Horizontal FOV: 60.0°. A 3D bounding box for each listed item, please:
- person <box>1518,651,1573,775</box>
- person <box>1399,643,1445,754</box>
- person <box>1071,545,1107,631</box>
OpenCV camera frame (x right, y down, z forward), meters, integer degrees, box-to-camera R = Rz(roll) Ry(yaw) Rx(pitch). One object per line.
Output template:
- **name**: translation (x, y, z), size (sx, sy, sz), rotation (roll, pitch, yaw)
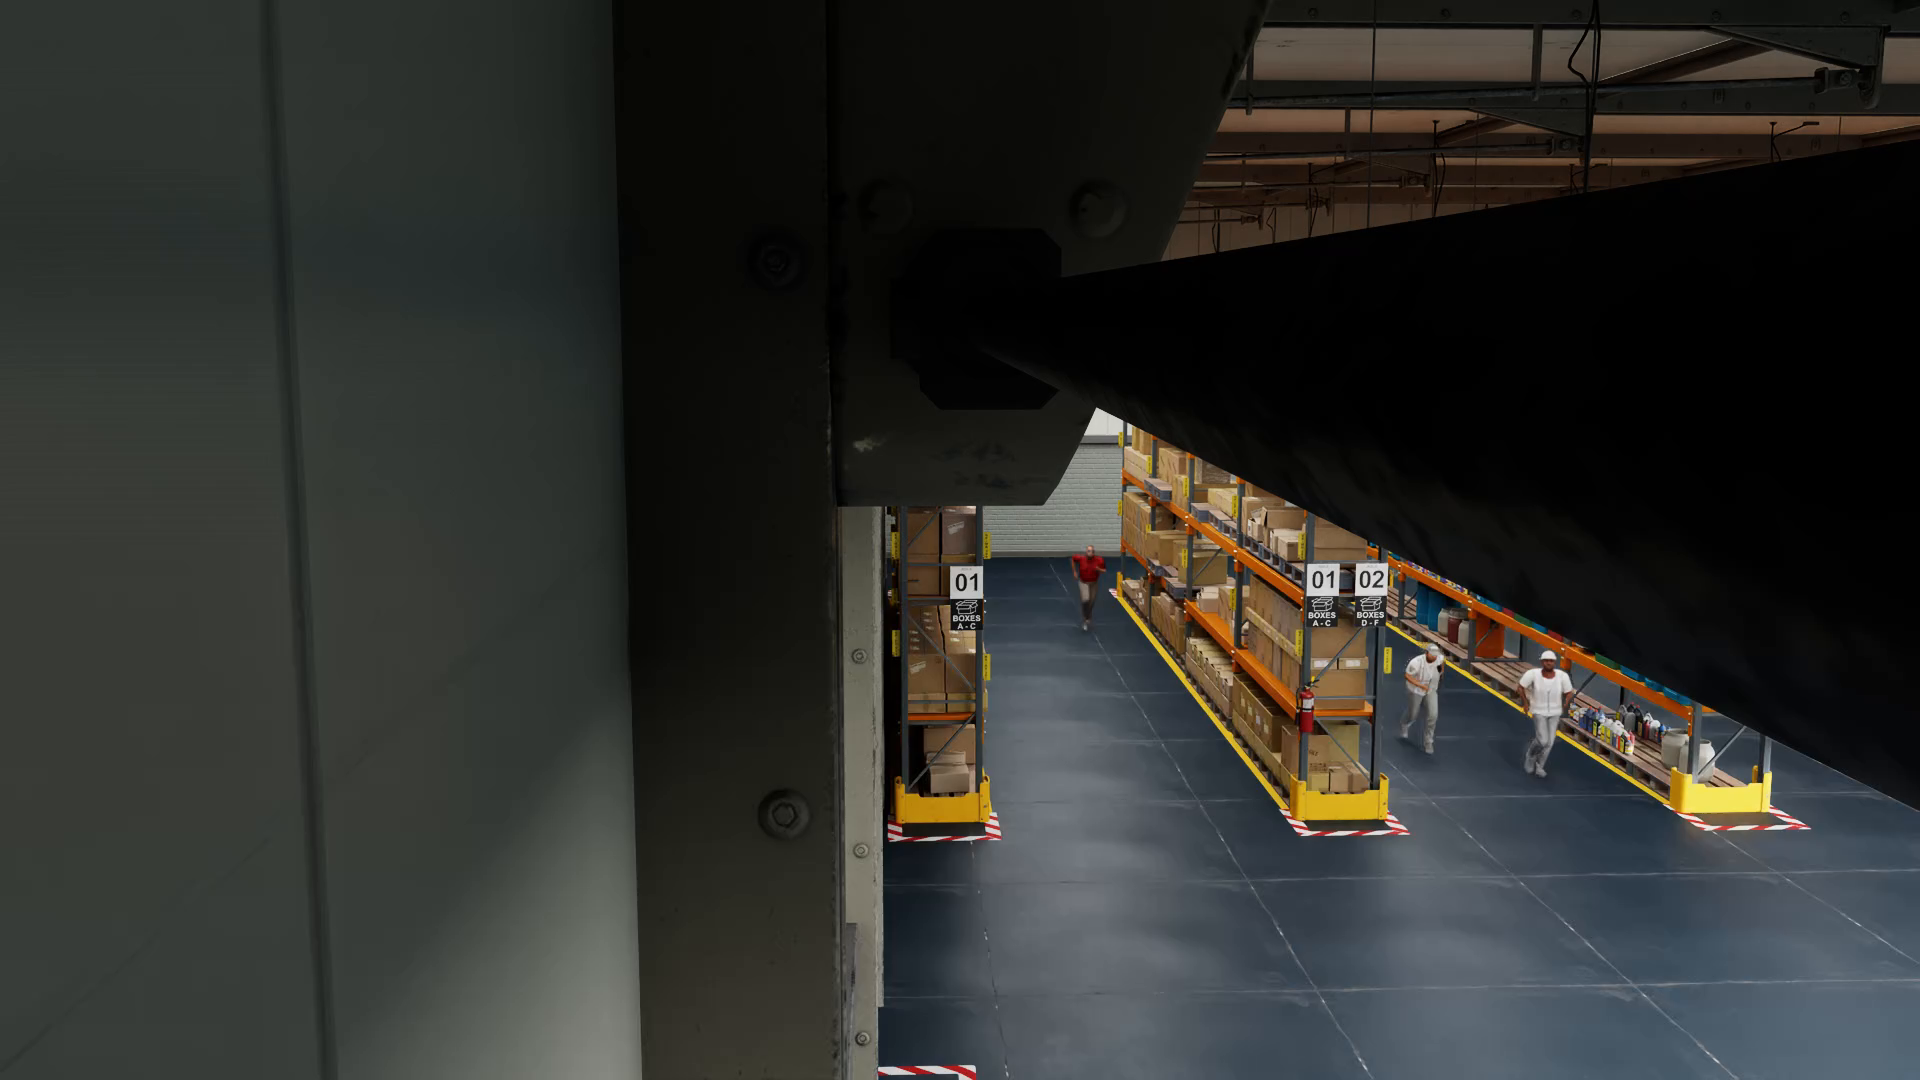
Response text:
- **person**: translation (7.886, 2.340, 22.328), size (0.677, 1.729, 0.607), rotation (1, 8, 4)
- **person**: translation (6.644, 2.223, 23.971), size (0.648, 1.627, 1.035), rotation (-2, 8, -11)
- **person**: translation (2.524, 0.920, 32.678), size (0.648, 1.712, 0.946), rotation (-1, 8, -7)
